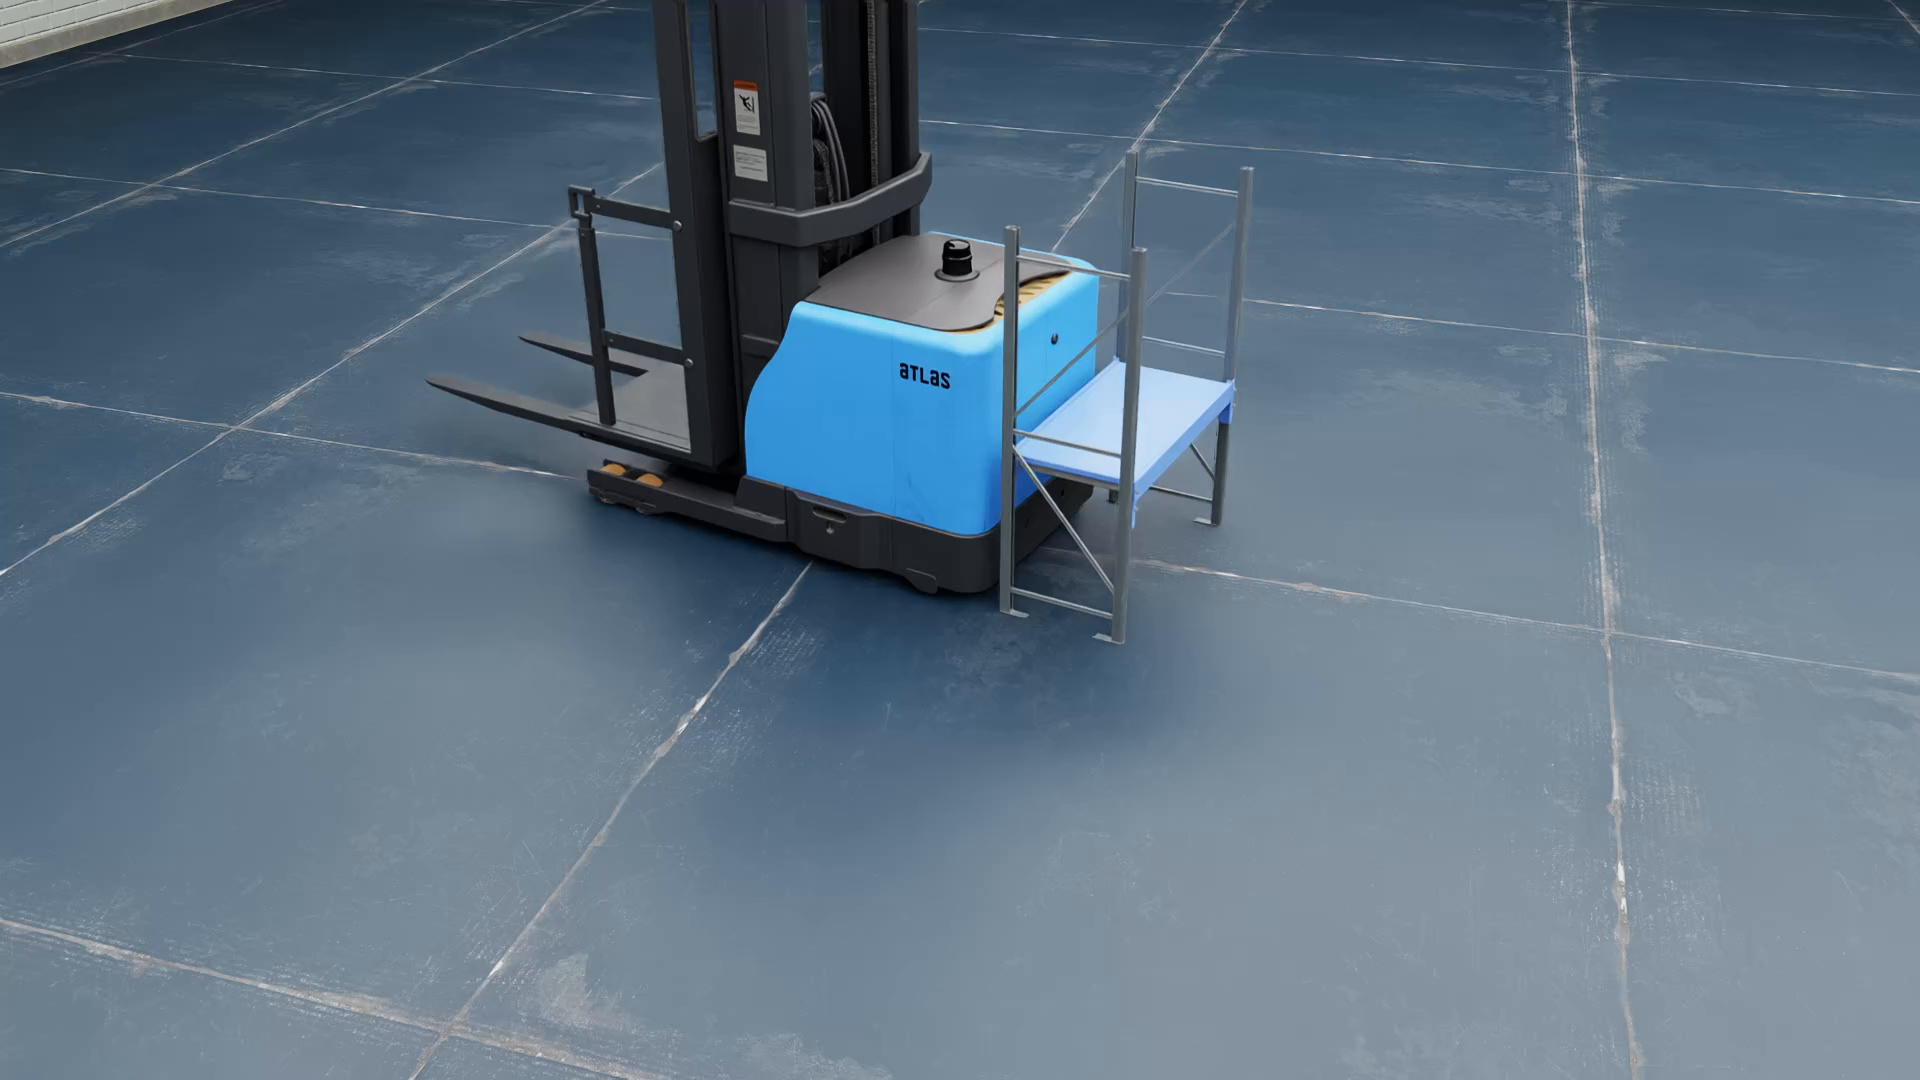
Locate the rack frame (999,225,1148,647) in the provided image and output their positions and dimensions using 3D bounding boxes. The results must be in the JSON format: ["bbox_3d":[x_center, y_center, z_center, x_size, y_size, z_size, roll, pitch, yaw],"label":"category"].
[{"bbox_3d":[0.376,-0.332,5.803,0.500,1.500,0.032,15,32,24],"label":"rack frame"}]

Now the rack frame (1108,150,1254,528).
[{"bbox_3d":[0.856,-0.767,6.586,0.500,1.500,0.032,15,32,24],"label":"rack frame"}]

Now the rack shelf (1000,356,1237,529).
[{"bbox_3d":[0.616,-0.392,6.282,0.538,0.185,1.000,15,32,24],"label":"rack shelf"}]

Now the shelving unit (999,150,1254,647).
[{"bbox_3d":[0.616,-0.549,6.195,0.538,1.500,1.048,15,32,24],"label":"shelving unit"}]

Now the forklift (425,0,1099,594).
[{"bbox_3d":[-0.976,-1.590,6.593,3.031,2.935,1.130,16,33,26],"label":"forklift"}]
